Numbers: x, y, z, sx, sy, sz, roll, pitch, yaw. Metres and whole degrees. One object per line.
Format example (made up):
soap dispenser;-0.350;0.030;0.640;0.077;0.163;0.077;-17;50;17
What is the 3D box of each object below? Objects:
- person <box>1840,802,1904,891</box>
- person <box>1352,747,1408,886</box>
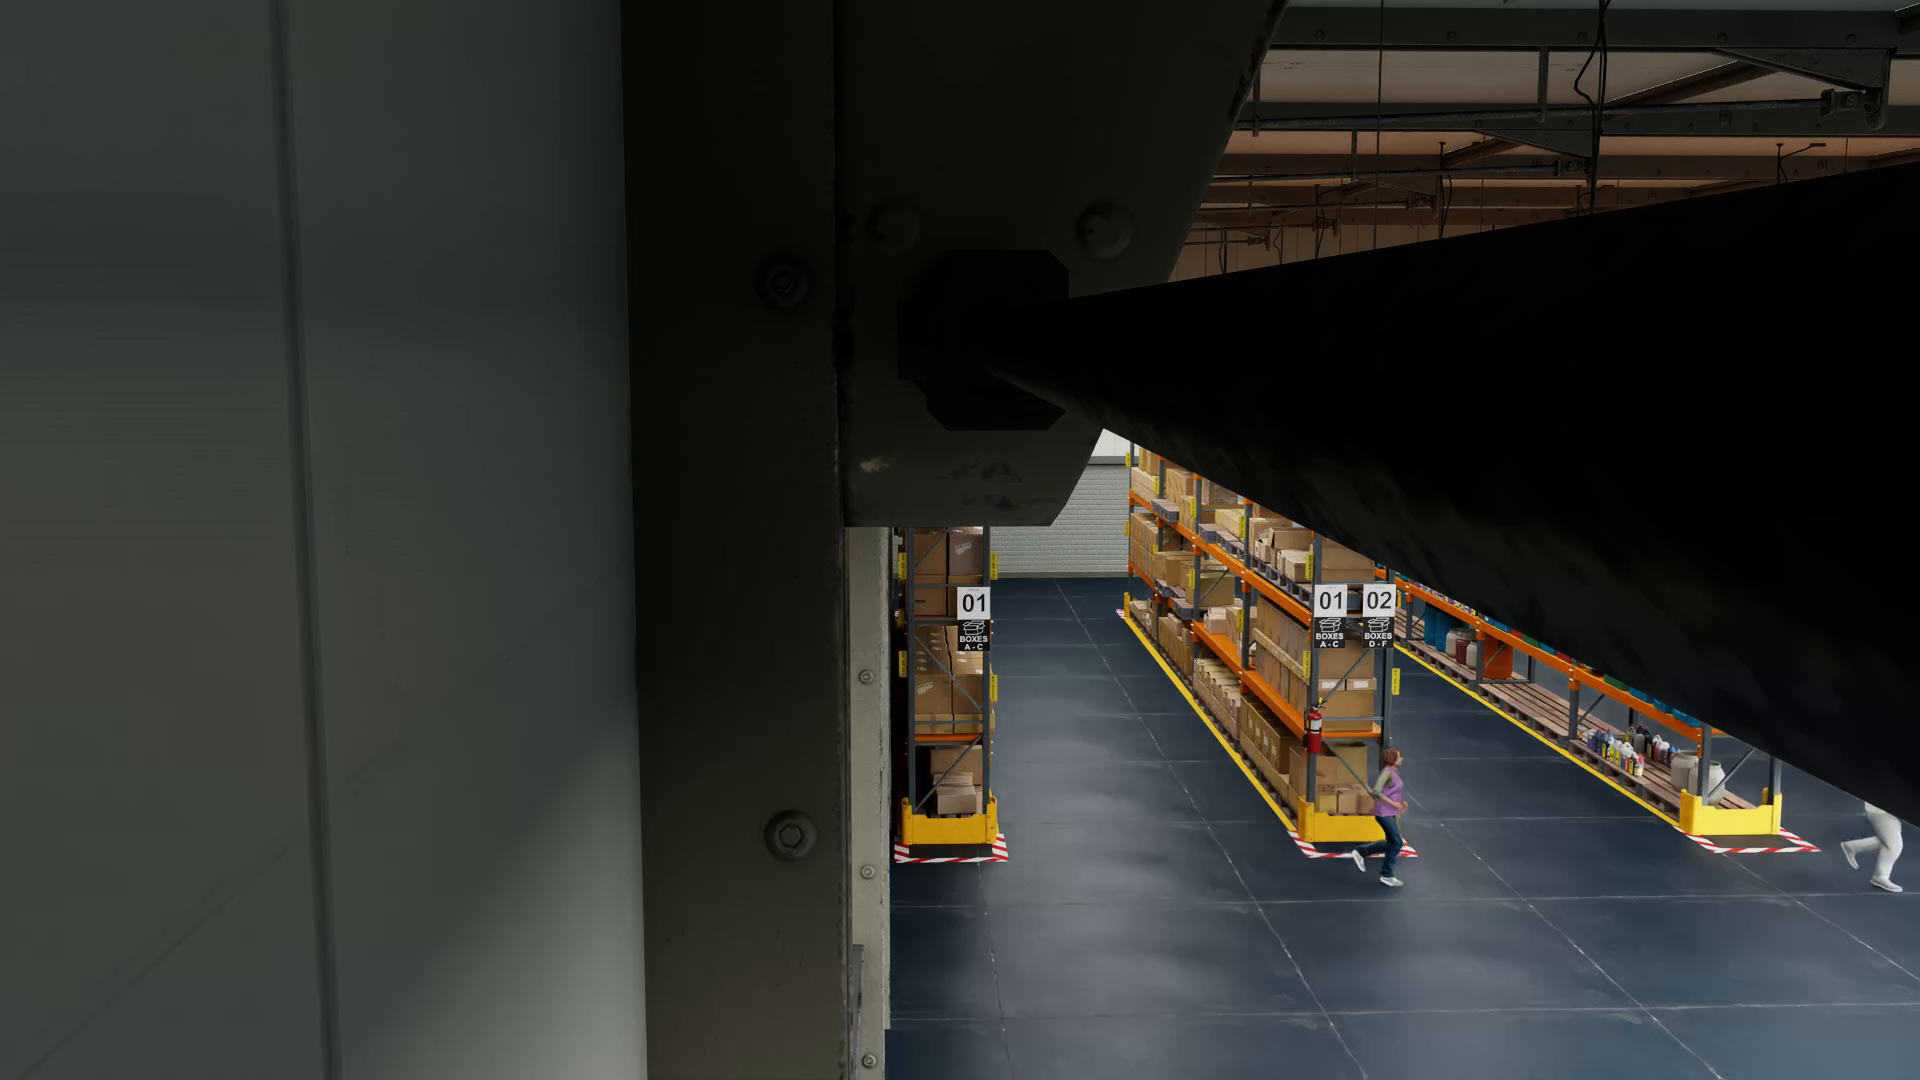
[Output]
person;10.414;3.059;18.902;0.689;1.775;0.678;6;9;39
person;4.837;3.157;19.093;0.614;1.546;0.578;4;8;27
